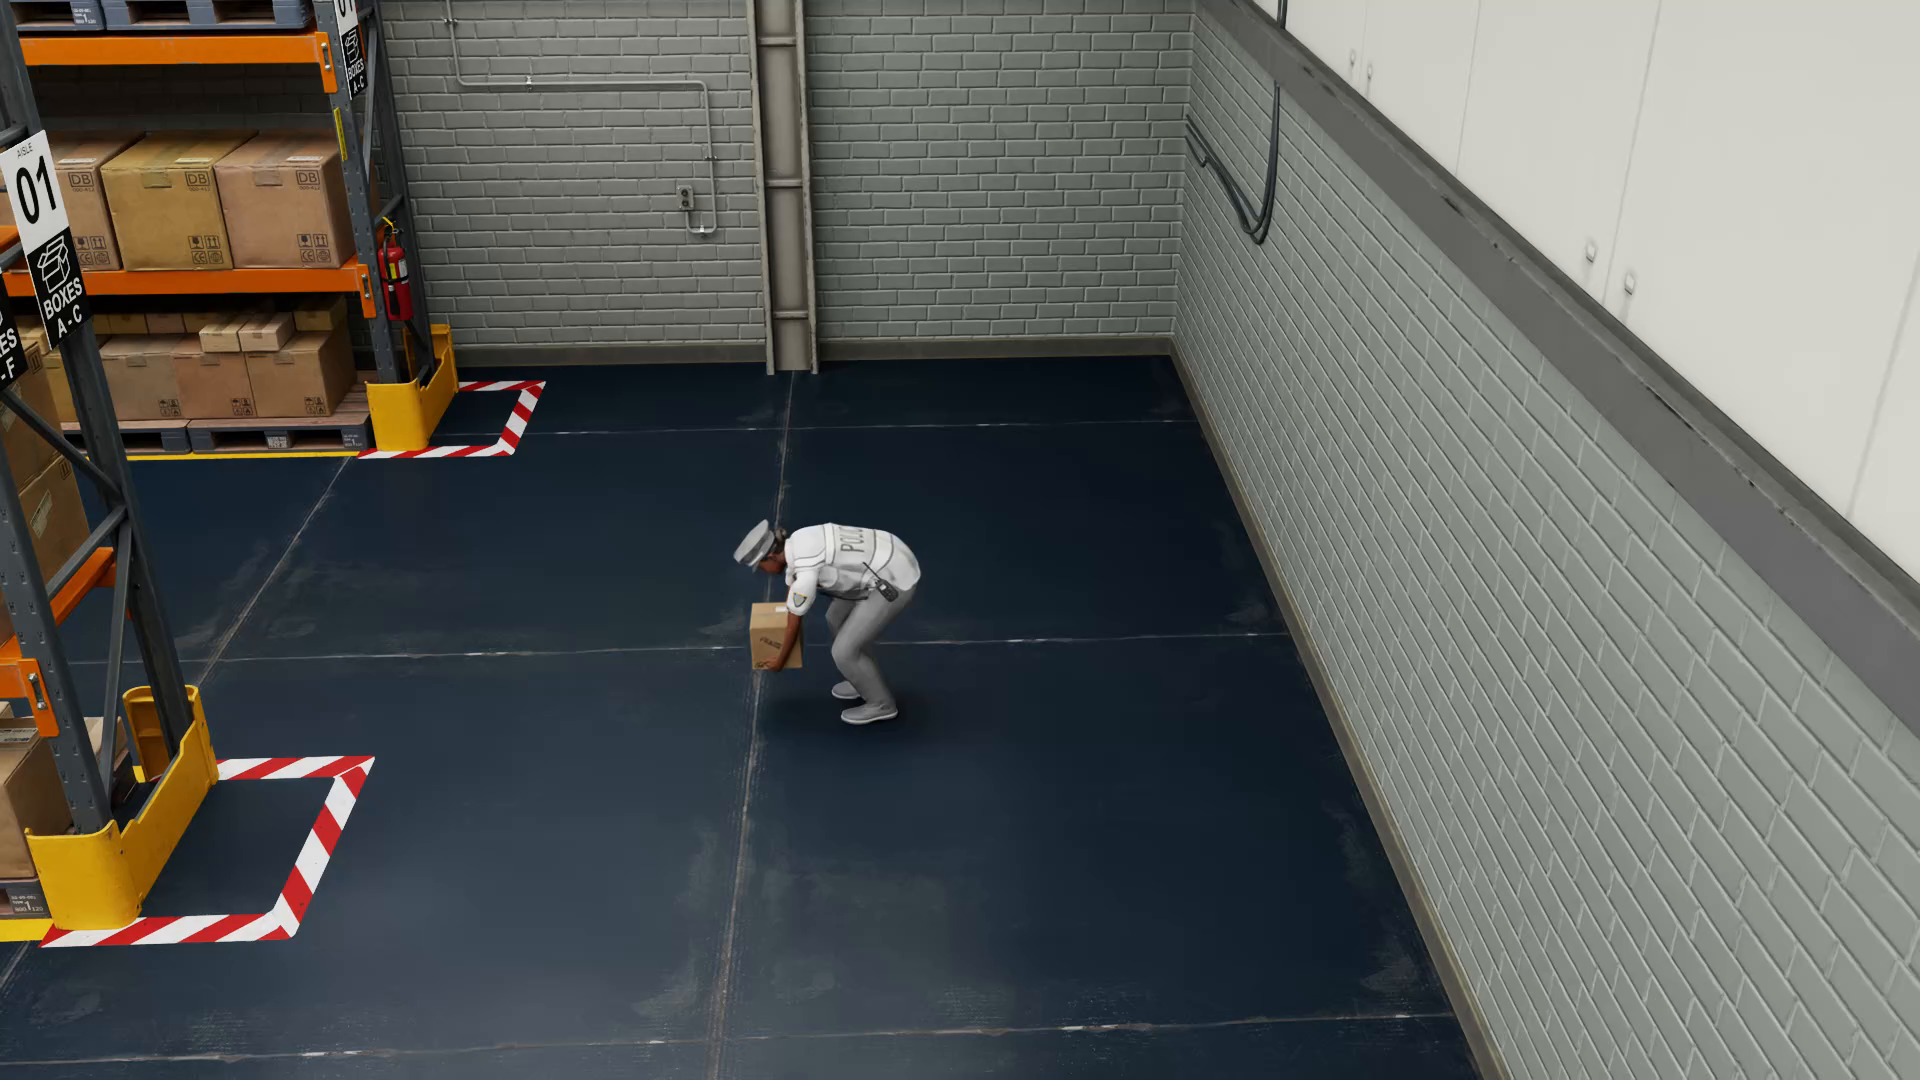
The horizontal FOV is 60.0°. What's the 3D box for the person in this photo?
[{"bbox_3d":[-0.664,0.394,8.479,0.931,1.101,0.449,-3,28,-5],"label":"person"}]
